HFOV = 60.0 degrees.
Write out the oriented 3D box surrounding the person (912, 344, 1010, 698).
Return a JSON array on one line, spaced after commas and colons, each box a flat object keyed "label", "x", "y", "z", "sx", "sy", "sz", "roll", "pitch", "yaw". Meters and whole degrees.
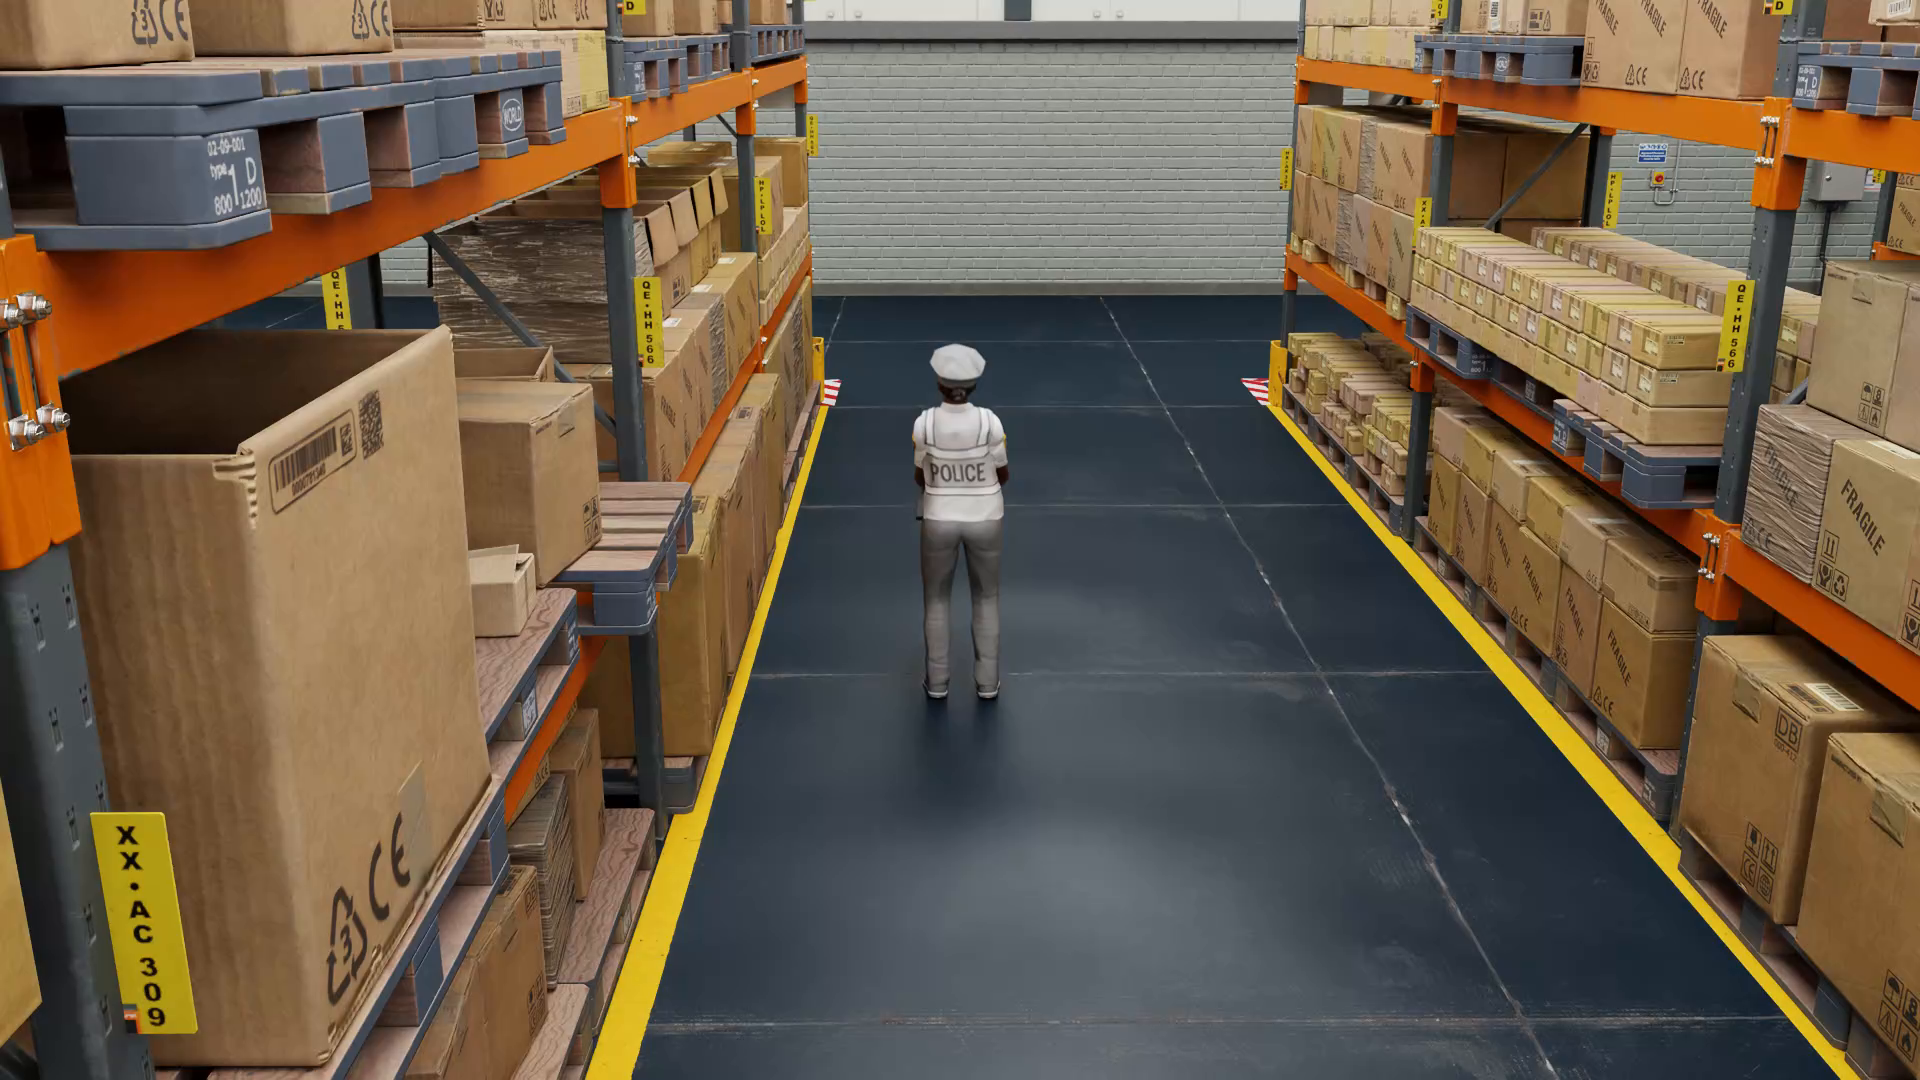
[{"label": "person", "x": 0.006, "y": -0.097, "z": 7.821, "sx": 0.451, "sy": 1.688, "sz": 0.525, "roll": 0, "pitch": 17, "yaw": 0}]
